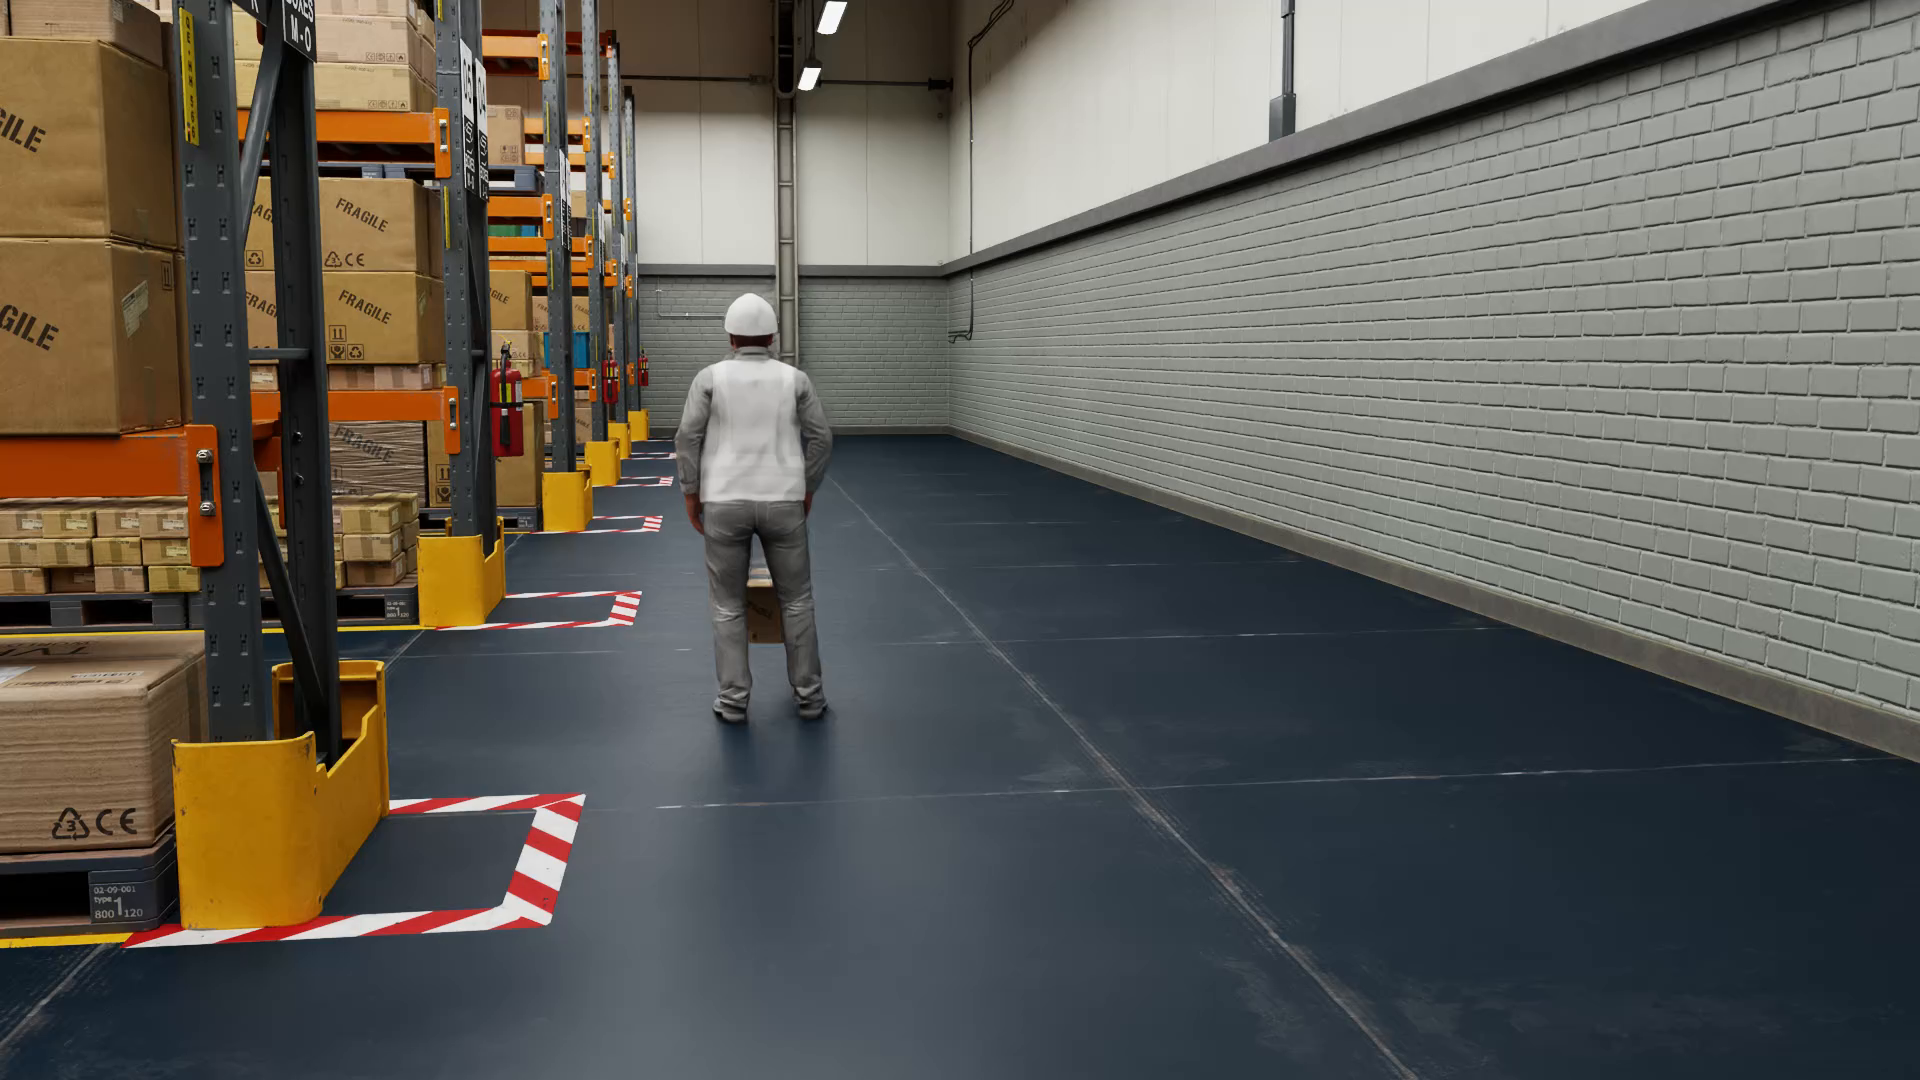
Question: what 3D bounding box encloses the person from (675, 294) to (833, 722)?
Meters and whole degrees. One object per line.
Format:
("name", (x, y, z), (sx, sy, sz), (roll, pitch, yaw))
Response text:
("person", (-0.858, -0.147, 6.969), (0.654, 1.755, 0.483), (-1, 7, -10))
